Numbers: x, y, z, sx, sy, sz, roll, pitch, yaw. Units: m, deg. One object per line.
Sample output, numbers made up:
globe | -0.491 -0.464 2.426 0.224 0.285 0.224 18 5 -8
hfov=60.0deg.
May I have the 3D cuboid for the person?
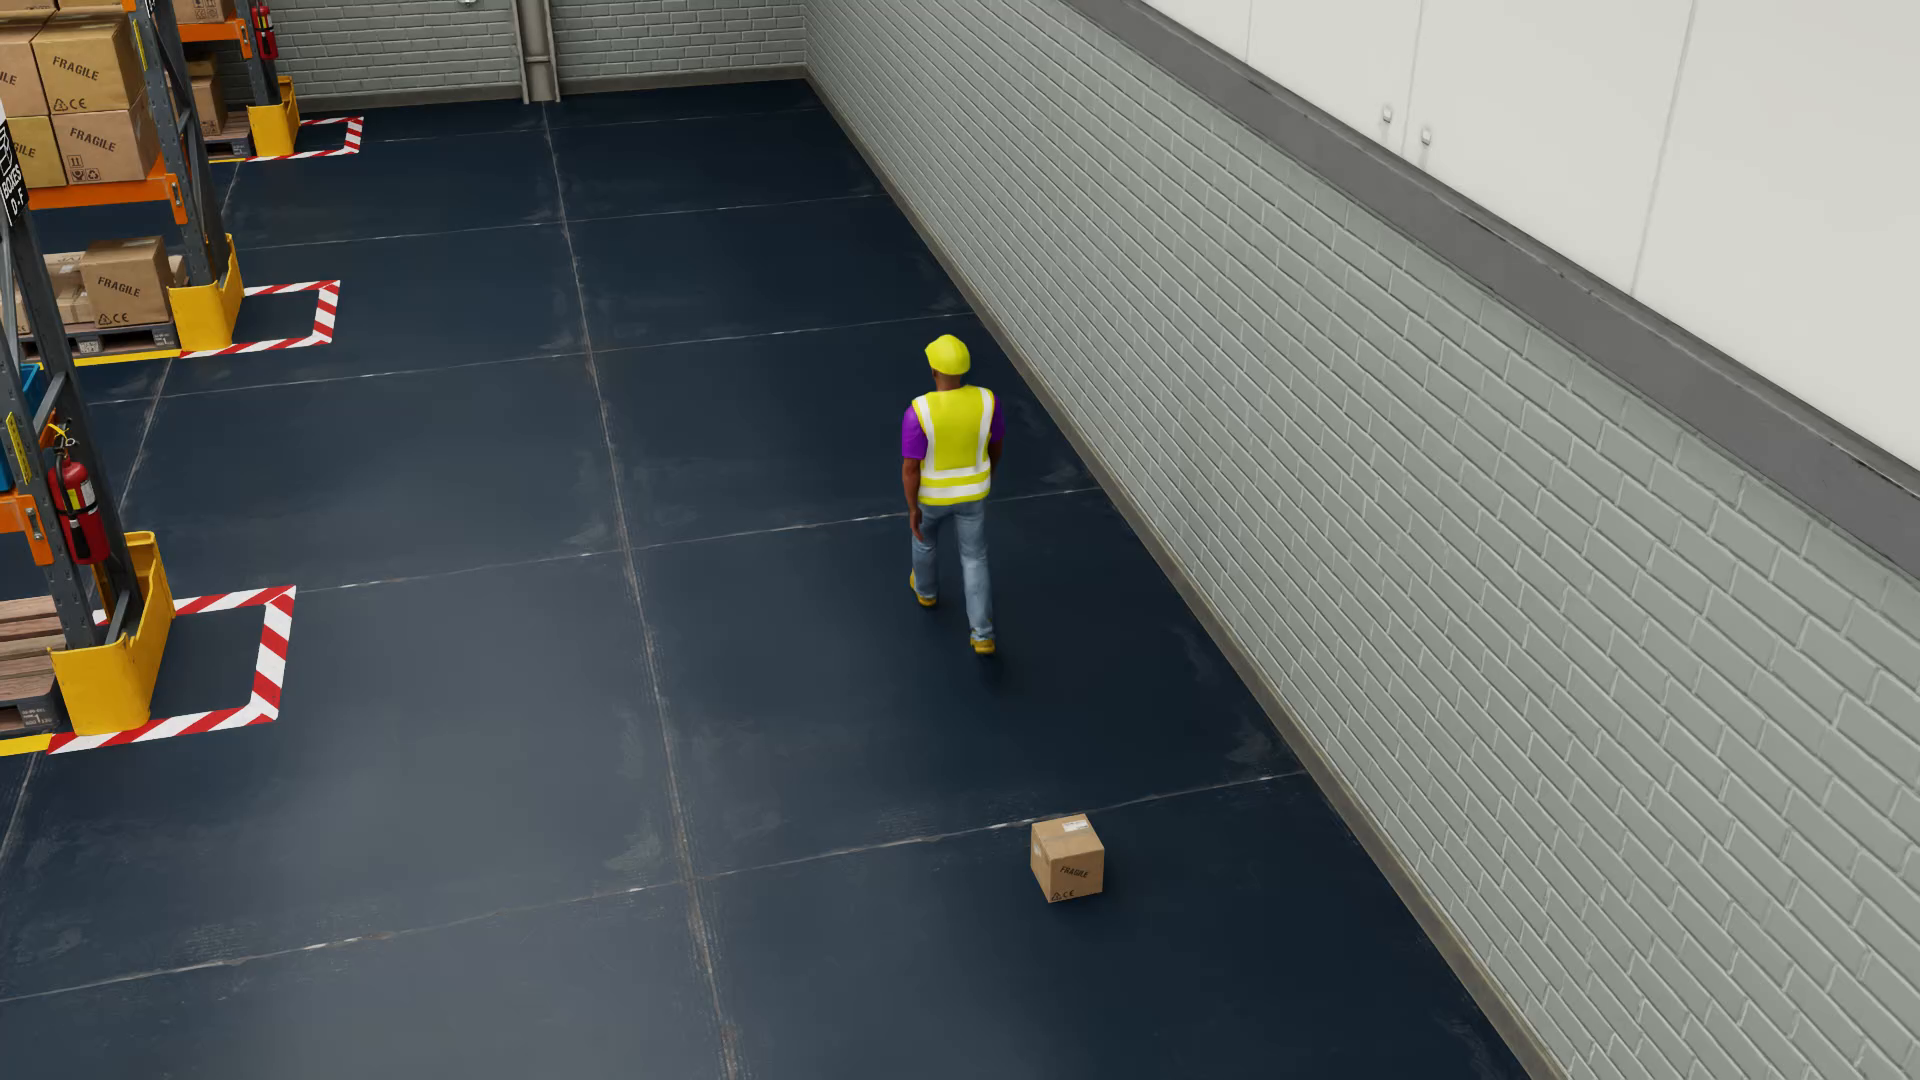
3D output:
person | -0.043 -0.274 8.691 0.564 1.725 1.037 -6 31 -10
